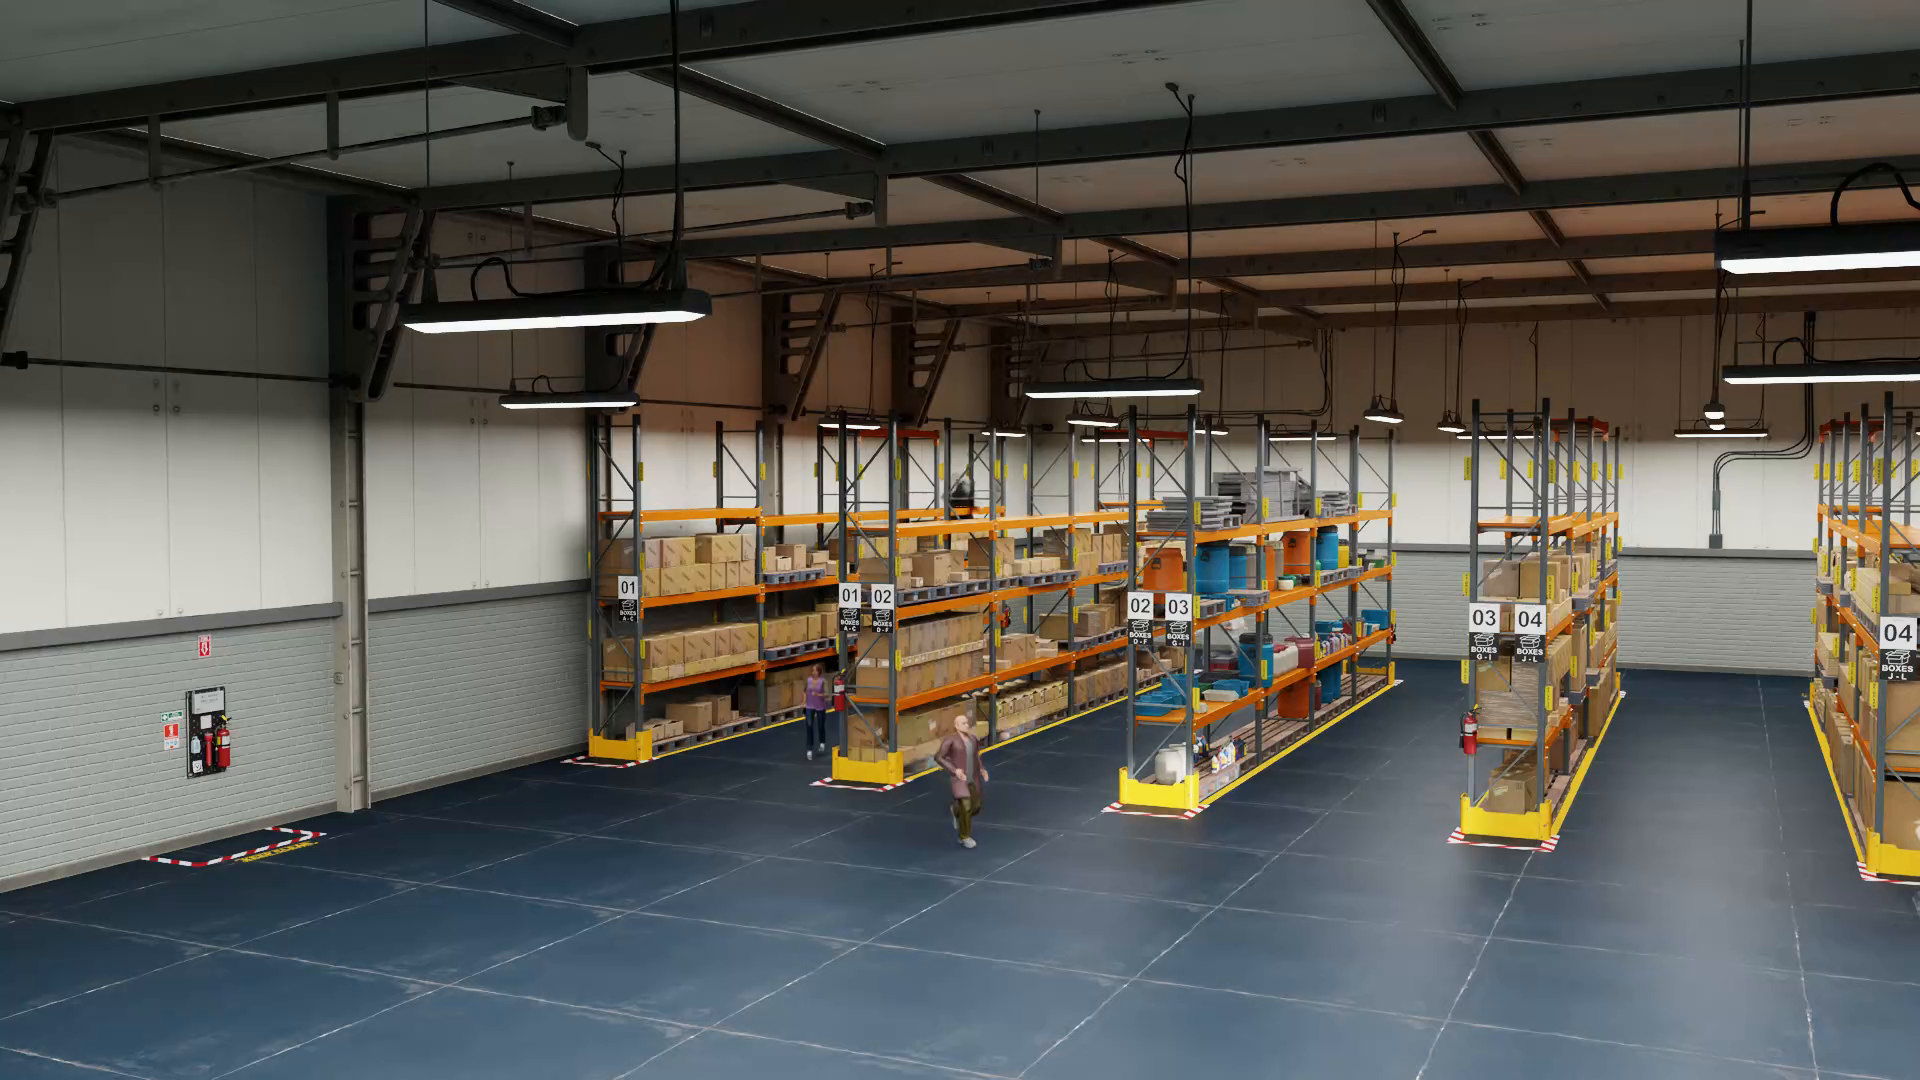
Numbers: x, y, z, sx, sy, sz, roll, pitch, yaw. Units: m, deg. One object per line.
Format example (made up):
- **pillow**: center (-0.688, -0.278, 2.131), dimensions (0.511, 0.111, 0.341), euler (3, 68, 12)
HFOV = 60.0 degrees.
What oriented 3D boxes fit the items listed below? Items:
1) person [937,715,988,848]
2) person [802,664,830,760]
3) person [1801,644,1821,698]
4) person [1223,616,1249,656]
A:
- **person**: center (0.008, 3.223, 22.358), dimensions (0.712, 1.739, 0.653), euler (-2, 3, -36)
- **person**: center (-2.528, 2.987, 29.166), dimensions (0.519, 1.623, 0.797), euler (0, 2, 4)
- **person**: center (18.873, 2.638, 36.399), dimensions (0.771, 1.749, 0.728), euler (1, 3, 24)
- **person**: center (6.805, 2.412, 41.014), dimensions (0.681, 1.737, 1.001), euler (-1, 2, -12)
